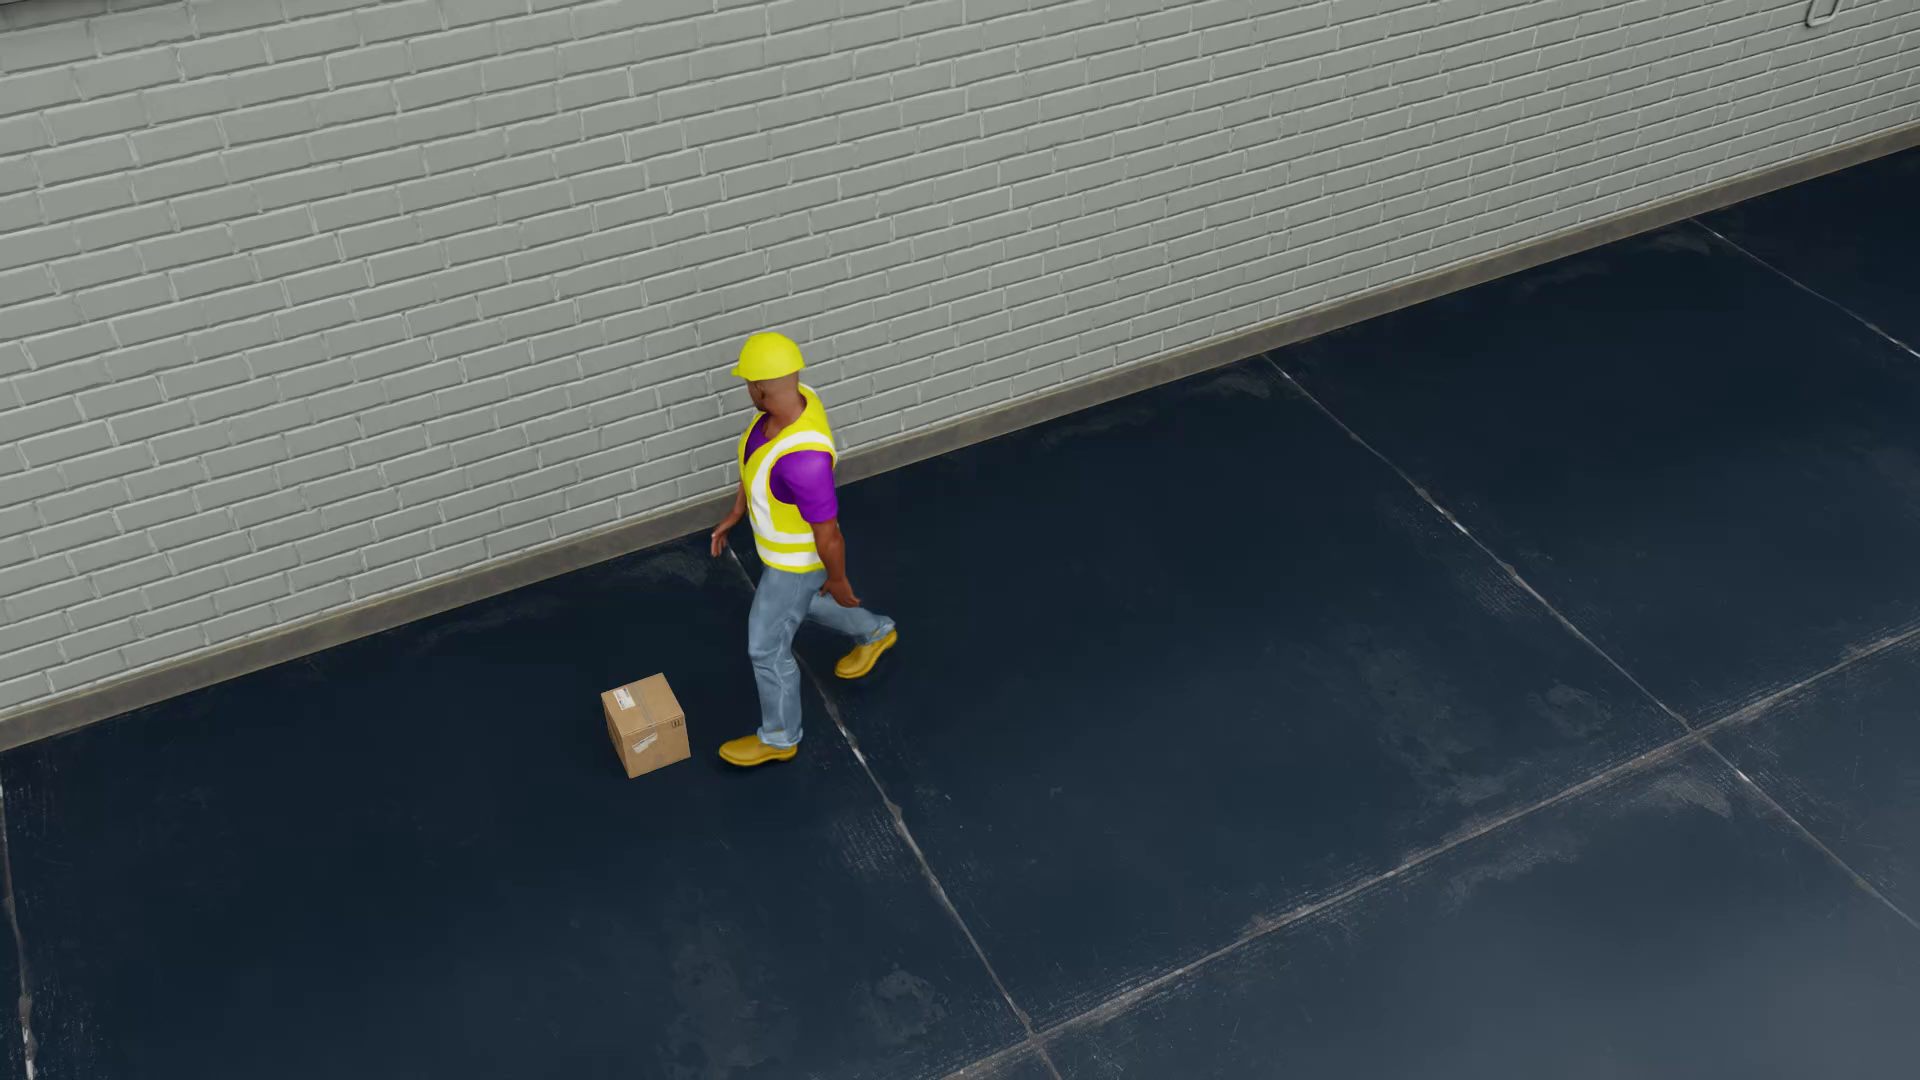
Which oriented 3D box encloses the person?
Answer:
[{"bbox_3d":[-0.603,0.007,6.134,0.792,1.730,0.586,-9,42,-10],"label":"person"}]
